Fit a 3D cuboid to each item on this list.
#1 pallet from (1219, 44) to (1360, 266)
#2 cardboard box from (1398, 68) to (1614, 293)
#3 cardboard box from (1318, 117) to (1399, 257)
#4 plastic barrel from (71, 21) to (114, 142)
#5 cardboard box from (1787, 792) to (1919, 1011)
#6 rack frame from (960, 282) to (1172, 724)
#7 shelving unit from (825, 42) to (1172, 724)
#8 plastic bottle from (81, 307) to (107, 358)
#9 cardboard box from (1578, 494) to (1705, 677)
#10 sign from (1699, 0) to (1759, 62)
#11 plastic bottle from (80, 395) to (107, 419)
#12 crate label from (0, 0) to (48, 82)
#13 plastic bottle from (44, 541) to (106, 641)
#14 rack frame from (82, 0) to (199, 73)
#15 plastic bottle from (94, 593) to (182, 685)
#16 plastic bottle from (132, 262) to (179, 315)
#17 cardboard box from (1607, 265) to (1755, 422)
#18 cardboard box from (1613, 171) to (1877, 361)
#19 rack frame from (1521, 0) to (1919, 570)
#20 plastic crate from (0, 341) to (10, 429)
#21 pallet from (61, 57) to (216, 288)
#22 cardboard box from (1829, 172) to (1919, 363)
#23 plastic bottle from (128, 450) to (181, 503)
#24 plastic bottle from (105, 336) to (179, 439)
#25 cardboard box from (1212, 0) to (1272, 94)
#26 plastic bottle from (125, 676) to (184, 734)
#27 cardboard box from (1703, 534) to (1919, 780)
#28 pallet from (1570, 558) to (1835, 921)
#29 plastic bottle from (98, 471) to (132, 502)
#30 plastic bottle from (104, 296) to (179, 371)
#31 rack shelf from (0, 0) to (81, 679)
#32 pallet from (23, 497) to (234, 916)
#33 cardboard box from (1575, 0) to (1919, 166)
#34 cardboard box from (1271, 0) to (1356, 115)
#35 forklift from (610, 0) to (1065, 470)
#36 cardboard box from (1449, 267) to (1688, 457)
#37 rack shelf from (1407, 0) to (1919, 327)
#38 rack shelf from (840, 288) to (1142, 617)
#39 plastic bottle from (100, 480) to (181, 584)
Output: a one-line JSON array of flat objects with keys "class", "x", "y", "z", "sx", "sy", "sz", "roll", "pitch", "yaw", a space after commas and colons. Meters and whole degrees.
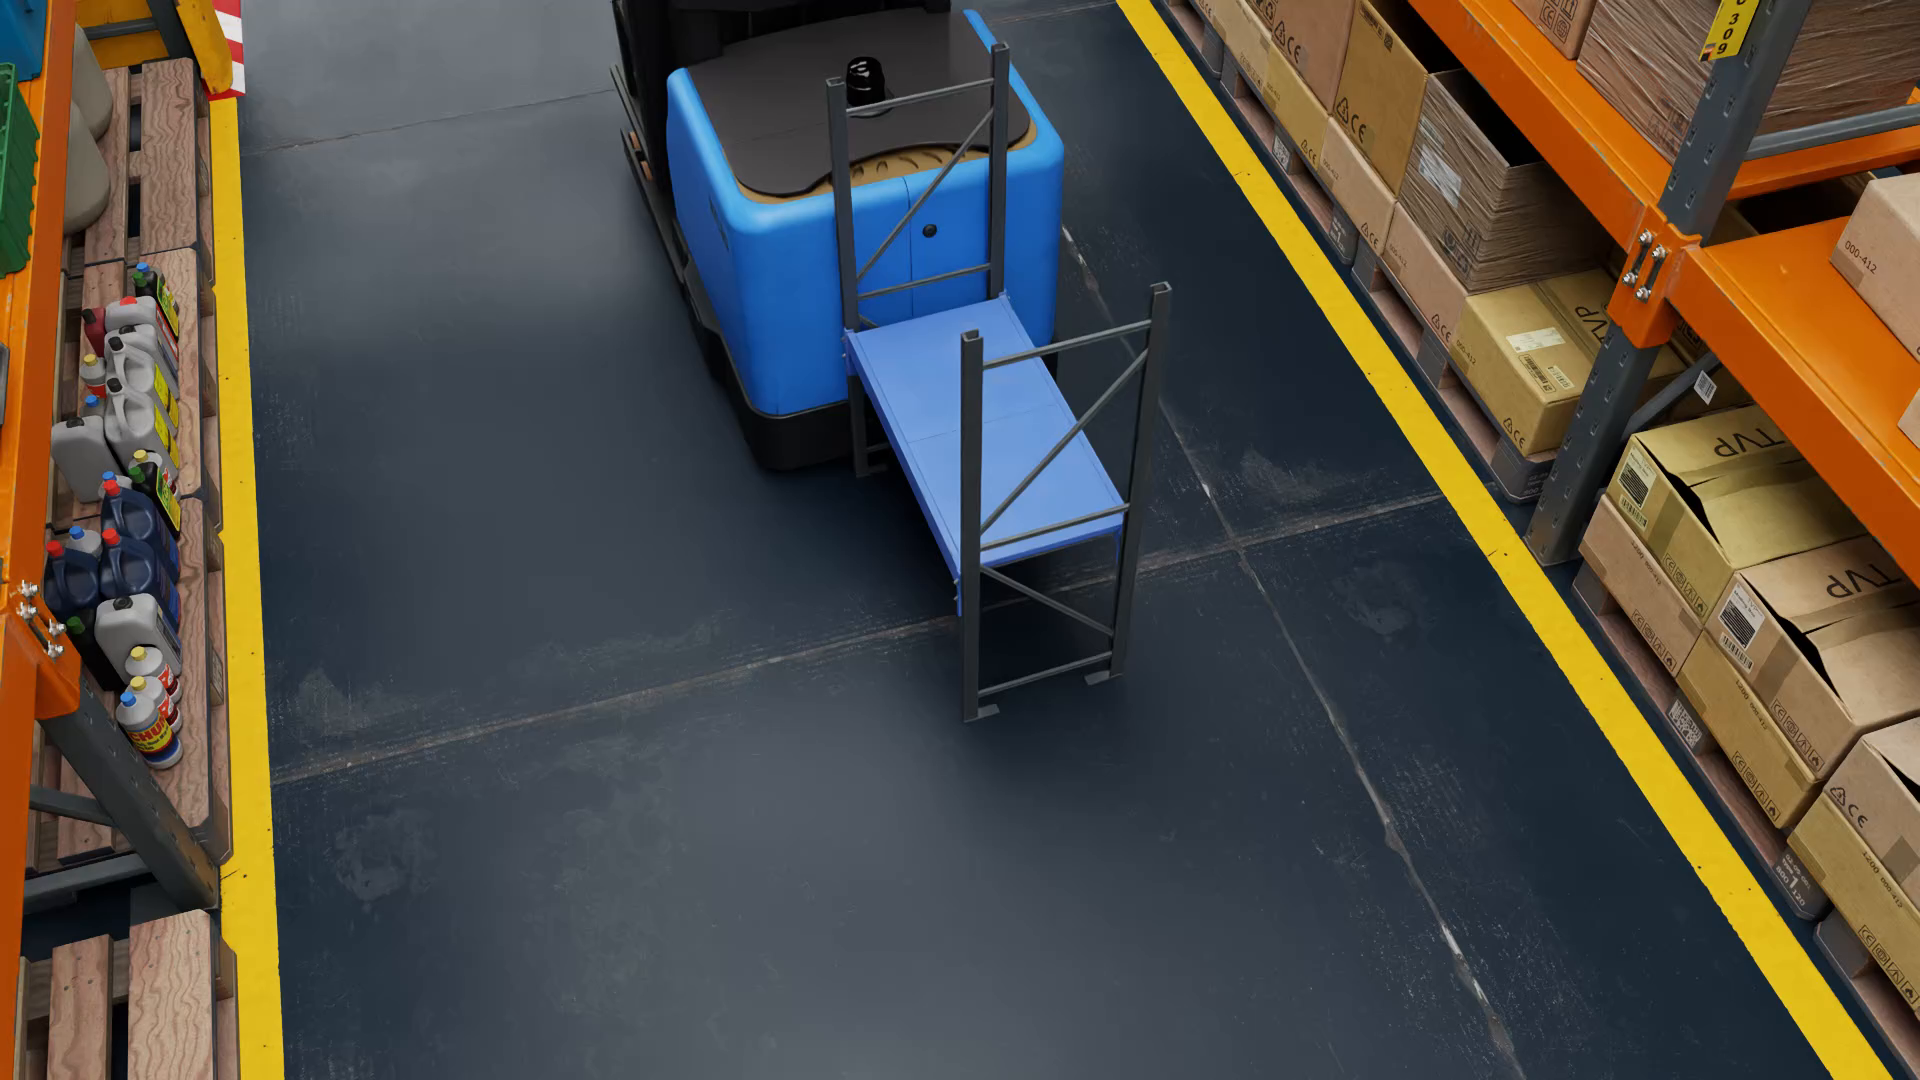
[{"class": "pallet", "x": 1.709, "y": -1.618, "z": 6.476, "sx": 1.003, "sy": 0.211, "sz": 1.213, "roll": -13, "pitch": 51, "yaw": -11}, {"class": "cardboard box", "x": 1.786, "y": -1.181, "z": 5.317, "sx": 0.500, "sy": 0.500, "sz": 0.500, "roll": -13, "pitch": 51, "yaw": -11}, {"class": "cardboard box", "x": 1.622, "y": -1.301, "z": 5.909, "sx": 0.500, "sy": 0.250, "sz": 0.500, "roll": -13, "pitch": 51, "yaw": -11}, {"class": "plastic barrel", "x": -3.380, "y": -1.708, "z": 6.080, "sx": 0.421, "sy": 0.512, "sz": 0.421, "roll": 0, "pitch": 50, "yaw": 0}, {"class": "cardboard box", "x": 2.457, "y": 0.819, "z": 4.121, "sx": 0.500, "sy": 0.250, "sz": 0.500, "roll": -15, "pitch": 51, "yaw": -12}, {"class": "rack frame", "x": 0.241, "y": -0.029, "z": 4.293, "sx": 0.500, "sy": 1.500, "sz": 0.032, "roll": -16, "pitch": 52, "yaw": -13}, {"class": "shelving unit", "x": 0.067, "y": -0.394, "z": 4.601, "sx": 0.538, "sy": 1.500, "sz": 1.048, "roll": -16, "pitch": 52, "yaw": -13}, {"class": "plastic bottle", "x": -2.738, "y": -0.647, "z": 5.322, "sx": 0.061, "sy": 0.283, "sz": 0.133, "roll": -13, "pitch": 51, "yaw": -11}, {"class": "cardboard box", "x": 2.151, "y": 0.068, "z": 4.755, "sx": 0.500, "sy": 0.250, "sz": 0.500, "roll": -14, "pitch": 51, "yaw": -12}, {"class": "sign", "x": 1.739, "y": -1.212, "z": 3.691, "sx": 0.100, "sy": 0.325, "sz": 0.005, "roll": -13, "pitch": 51, "yaw": -11}, {"class": "plastic bottle", "x": -2.646, "y": -0.364, "z": 5.138, "sx": 0.097, "sy": 0.201, "sz": 0.097, "roll": 0, "pitch": 50, "yaw": 0}, {"class": "crate label", "x": -2.845, "y": -1.566, "z": 4.585, "sx": 0.502, "sy": 0.435, "sz": 0.616, "roll": -13, "pitch": 51, "yaw": -11}, {"class": "plastic bottle", "x": -2.444, "y": 0.145, "z": 4.611, "sx": 0.144, "sy": 0.351, "sz": 0.185, "roll": -13, "pitch": 51, "yaw": -11}, {"class": "rack frame", "x": -3.647, "y": -2.838, "z": 5.680, "sx": 1.000, "sy": 3.000, "sz": 0.127, "roll": -13, "pitch": 51, "yaw": -11}, {"class": "plastic bottle", "x": -2.262, "y": 0.258, "z": 4.564, "sx": 0.152, "sy": 0.276, "sz": 0.135, "roll": -12, "pitch": 51, "yaw": -10}, {"class": "plastic bottle", "x": -2.685, "y": -0.835, "z": 5.535, "sx": 0.097, "sy": 0.201, "sz": 0.097, "roll": 0, "pitch": 50, "yaw": 0}, {"class": "cardboard box", "x": 2.421, "y": -0.690, "z": 5.393, "sx": 0.500, "sy": 0.250, "sz": 0.500, "roll": -13, "pitch": 51, "yaw": -11}, {"class": "cardboard box", "x": 2.431, "y": -0.934, "z": 5.109, "sx": 0.500, "sy": 0.500, "sz": 0.500, "roll": -13, "pitch": 51, "yaw": -11}, {"class": "rack frame", "x": 2.269, "y": -1.034, "z": 4.159, "sx": 1.000, "sy": 3.000, "sz": 0.127, "roll": -13, "pitch": 51, "yaw": -11}, {"class": "plastic crate", "x": -2.498, "y": -0.307, "z": 3.588, "sx": 0.767, "sy": 0.338, "sz": 0.504, "roll": -13, "pitch": 51, "yaw": -11}, {"class": "pallet", "x": -3.345, "y": -1.300, "z": 6.208, "sx": 1.003, "sy": 0.211, "sz": 1.213, "roll": -13, "pitch": 51, "yaw": -11}, {"class": "cardboard box", "x": 2.456, "y": -0.636, "z": 3.922, "sx": 0.500, "sy": 0.250, "sz": 0.500, "roll": -10, "pitch": 51, "yaw": -9}, {"class": "plastic bottle", "x": -2.424, "y": -0.189, "z": 4.990, "sx": 0.097, "sy": 0.201, "sz": 0.097, "roll": 0, "pitch": 50, "yaw": 0}, {"class": "plastic bottle", "x": -2.543, "y": -0.472, "z": 5.131, "sx": 0.144, "sy": 0.351, "sz": 0.185, "roll": -11, "pitch": 51, "yaw": -9}, {"class": "cardboard box", "x": 1.331, "y": -2.033, "z": 6.525, "sx": 0.500, "sy": 0.250, "sz": 0.500, "roll": -13, "pitch": 51, "yaw": -11}, {"class": "plastic bottle", "x": -2.170, "y": 0.438, "z": 4.462, "sx": 0.097, "sy": 0.201, "sz": 0.097, "roll": 0, "pitch": 50, "yaw": 0}, {"class": "cardboard box", "x": 2.296, "y": 0.262, "z": 4.225, "sx": 0.500, "sy": 0.311, "sz": 0.500, "roll": -14, "pitch": 51, "yaw": -11}, {"class": "pallet", "x": 2.524, "y": 0.394, "z": 4.779, "sx": 1.003, "sy": 0.211, "sz": 1.213, "roll": -13, "pitch": 51, "yaw": -11}, {"class": "plastic bottle", "x": -2.442, "y": -0.099, "z": 4.868, "sx": 0.097, "sy": 0.271, "sz": 0.097, "roll": 0, "pitch": 50, "yaw": 0}, {"class": "plastic bottle", "x": -2.637, "y": -0.669, "z": 5.346, "sx": 0.152, "sy": 0.276, "sz": 0.135, "roll": -13, "pitch": 51, "yaw": -11}, {"class": "rack shelf", "x": -3.056, "y": -1.145, "z": 4.724, "sx": 1.077, "sy": 0.370, "sz": 4.000, "roll": -13, "pitch": 51, "yaw": -11}, {"class": "pallet", "x": -2.623, "y": 0.482, "z": 4.705, "sx": 1.003, "sy": 0.211, "sz": 1.213, "roll": -13, "pitch": 51, "yaw": -11}, {"class": "cardboard box", "x": 2.131, "y": -1.388, "z": 4.393, "sx": 0.700, "sy": 0.500, "sz": 0.500, "roll": -15, "pitch": 51, "yaw": -12}, {"class": "cardboard box", "x": 1.473, "y": -1.908, "z": 5.930, "sx": 0.500, "sy": 0.500, "sz": 0.500, "roll": -13, "pitch": 51, "yaw": -11}, {"class": "forklift", "x": -0.660, "y": -2.324, "z": 5.292, "sx": 1.130, "sy": 2.935, "sz": 3.031, "roll": -16, "pitch": 52, "yaw": -13}, {"class": "cardboard box", "x": 1.923, "y": -0.572, "z": 5.294, "sx": 0.500, "sy": 0.250, "sz": 0.500, "roll": -13, "pitch": 51, "yaw": -11}, {"class": "rack shelf", "x": 1.677, "y": -2.262, "z": 5.666, "sx": 1.077, "sy": 0.370, "sz": 4.000, "roll": -13, "pitch": 51, "yaw": -11}, {"class": "rack shelf", "x": 0.067, "y": -0.278, "z": 4.739, "sx": 0.538, "sy": 0.185, "sz": 1.000, "roll": -16, "pitch": 52, "yaw": -13}, {"class": "plastic bottle", "x": -2.362, "y": -0.026, "z": 4.754, "sx": 0.144, "sy": 0.351, "sz": 0.185, "roll": -15, "pitch": 52, "yaw": -13}]
